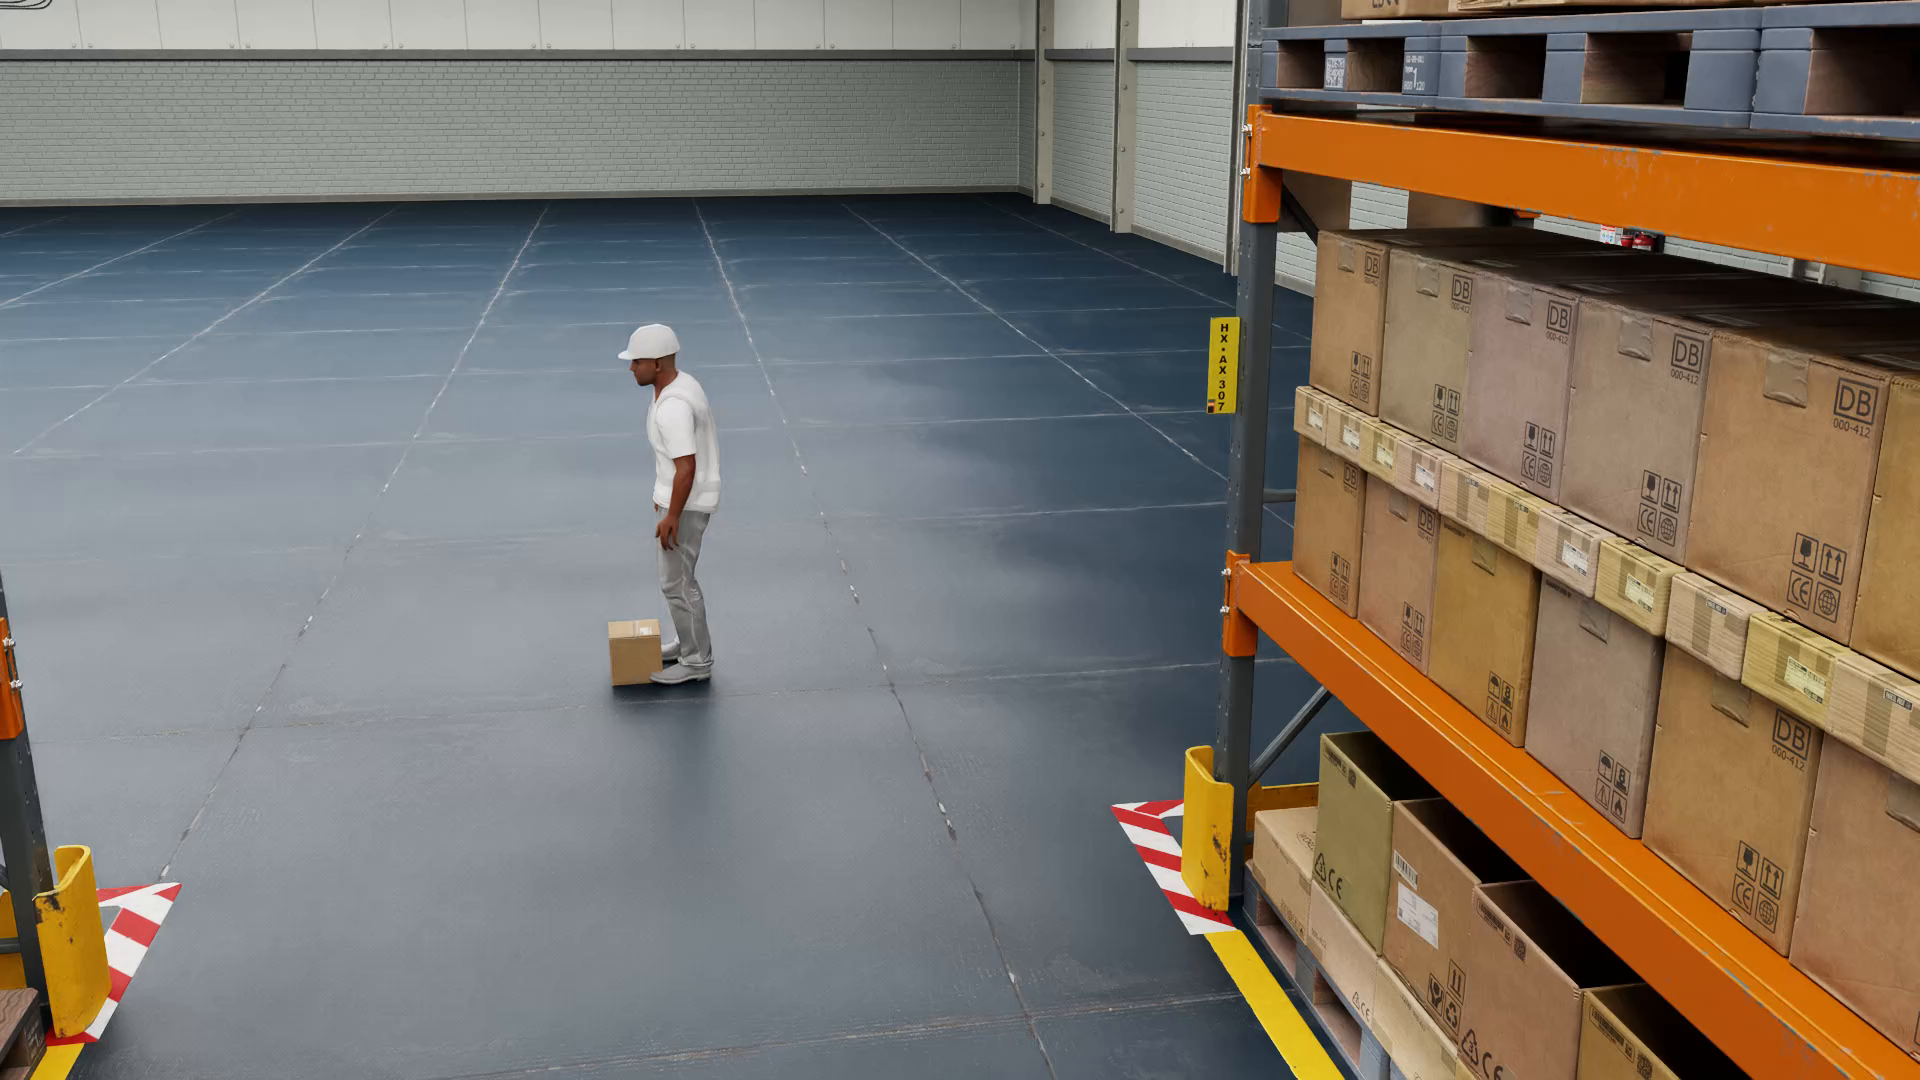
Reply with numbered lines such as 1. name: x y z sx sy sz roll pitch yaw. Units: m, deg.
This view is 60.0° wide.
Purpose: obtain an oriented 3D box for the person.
1. person: -1.395 -0.181 8.129 0.456 1.758 0.627 -3 17 -10
